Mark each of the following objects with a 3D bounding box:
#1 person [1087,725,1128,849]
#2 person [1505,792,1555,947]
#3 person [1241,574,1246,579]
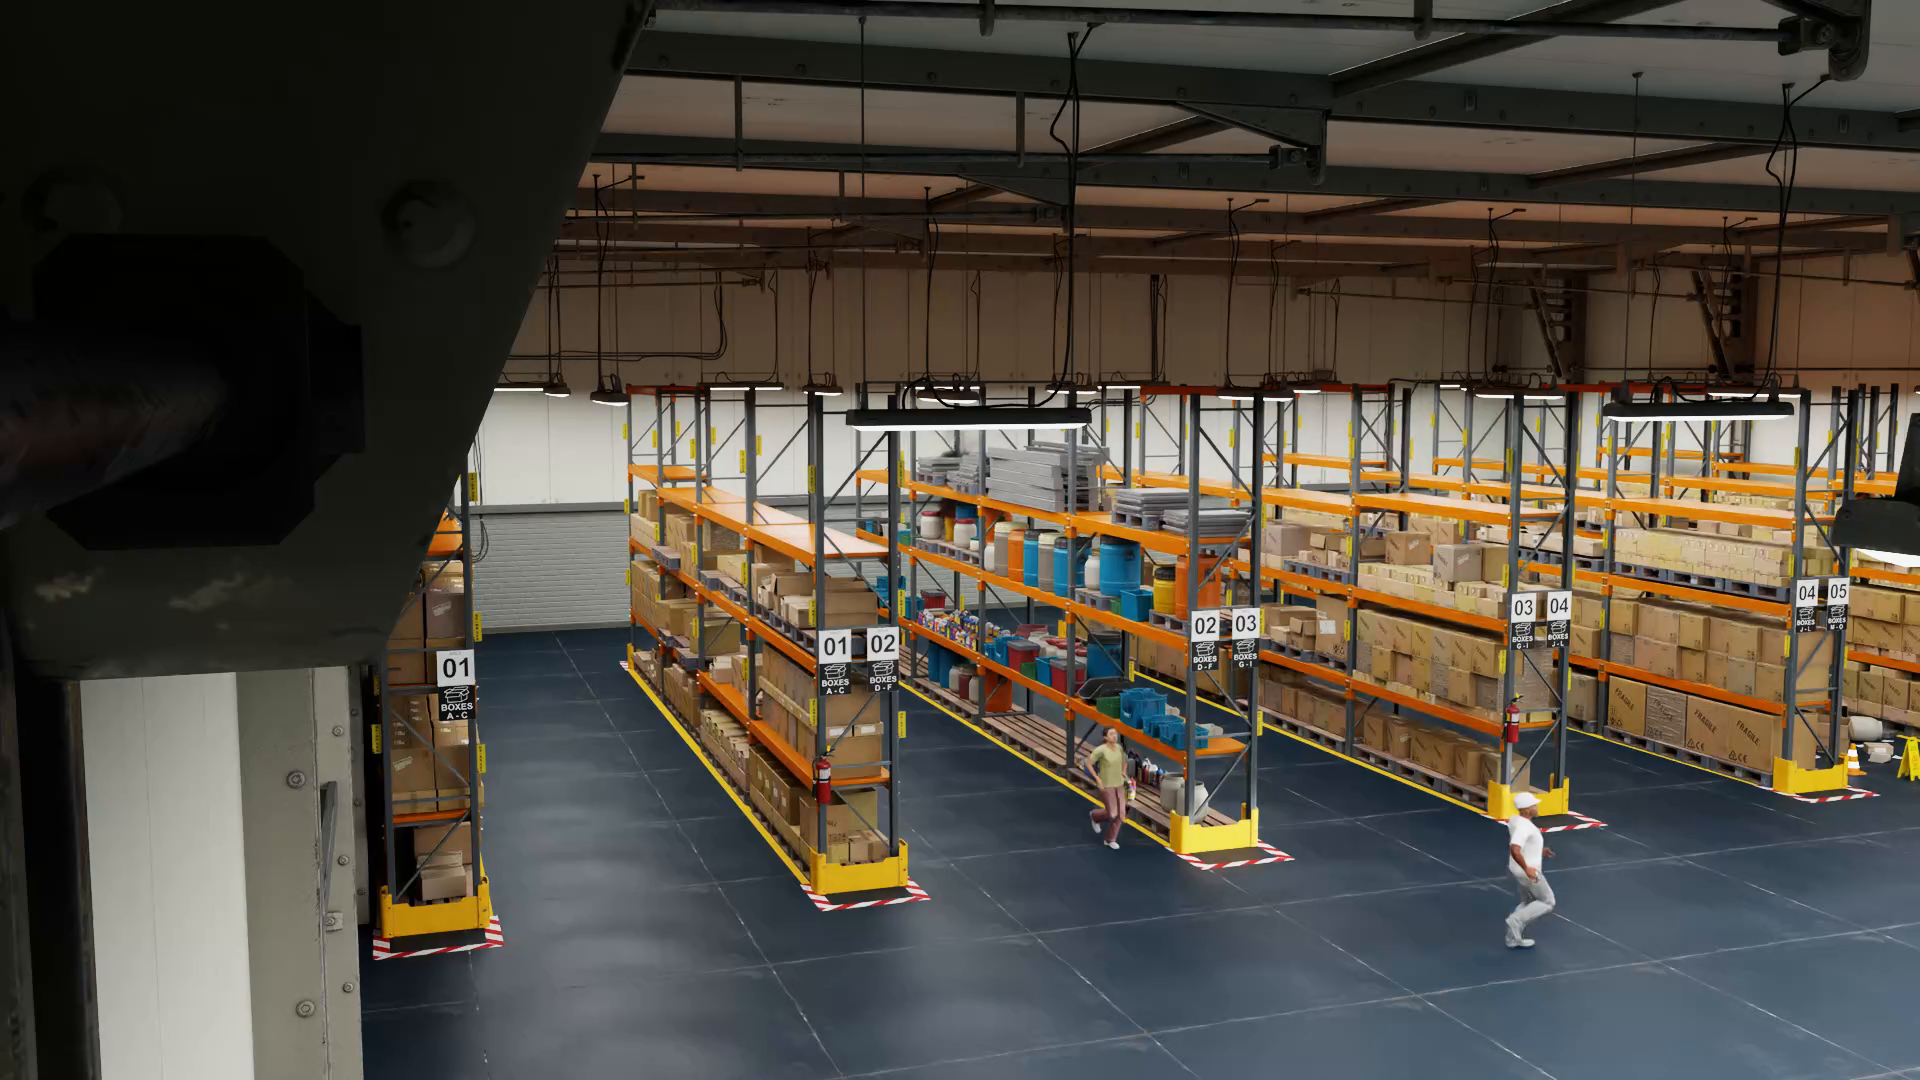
[{"bbox_3d":[1.976,3.253,22.071,0.581,1.626,0.565,-3,7,-28],"label":"person"},{"bbox_3d":[6.223,3.604,18.145,0.581,1.723,0.705,0,6,5],"label":"person"},{"bbox_3d":[6.440,1.601,38.033,0.584,1.686,0.794,-1,6,-13],"label":"person"}]
